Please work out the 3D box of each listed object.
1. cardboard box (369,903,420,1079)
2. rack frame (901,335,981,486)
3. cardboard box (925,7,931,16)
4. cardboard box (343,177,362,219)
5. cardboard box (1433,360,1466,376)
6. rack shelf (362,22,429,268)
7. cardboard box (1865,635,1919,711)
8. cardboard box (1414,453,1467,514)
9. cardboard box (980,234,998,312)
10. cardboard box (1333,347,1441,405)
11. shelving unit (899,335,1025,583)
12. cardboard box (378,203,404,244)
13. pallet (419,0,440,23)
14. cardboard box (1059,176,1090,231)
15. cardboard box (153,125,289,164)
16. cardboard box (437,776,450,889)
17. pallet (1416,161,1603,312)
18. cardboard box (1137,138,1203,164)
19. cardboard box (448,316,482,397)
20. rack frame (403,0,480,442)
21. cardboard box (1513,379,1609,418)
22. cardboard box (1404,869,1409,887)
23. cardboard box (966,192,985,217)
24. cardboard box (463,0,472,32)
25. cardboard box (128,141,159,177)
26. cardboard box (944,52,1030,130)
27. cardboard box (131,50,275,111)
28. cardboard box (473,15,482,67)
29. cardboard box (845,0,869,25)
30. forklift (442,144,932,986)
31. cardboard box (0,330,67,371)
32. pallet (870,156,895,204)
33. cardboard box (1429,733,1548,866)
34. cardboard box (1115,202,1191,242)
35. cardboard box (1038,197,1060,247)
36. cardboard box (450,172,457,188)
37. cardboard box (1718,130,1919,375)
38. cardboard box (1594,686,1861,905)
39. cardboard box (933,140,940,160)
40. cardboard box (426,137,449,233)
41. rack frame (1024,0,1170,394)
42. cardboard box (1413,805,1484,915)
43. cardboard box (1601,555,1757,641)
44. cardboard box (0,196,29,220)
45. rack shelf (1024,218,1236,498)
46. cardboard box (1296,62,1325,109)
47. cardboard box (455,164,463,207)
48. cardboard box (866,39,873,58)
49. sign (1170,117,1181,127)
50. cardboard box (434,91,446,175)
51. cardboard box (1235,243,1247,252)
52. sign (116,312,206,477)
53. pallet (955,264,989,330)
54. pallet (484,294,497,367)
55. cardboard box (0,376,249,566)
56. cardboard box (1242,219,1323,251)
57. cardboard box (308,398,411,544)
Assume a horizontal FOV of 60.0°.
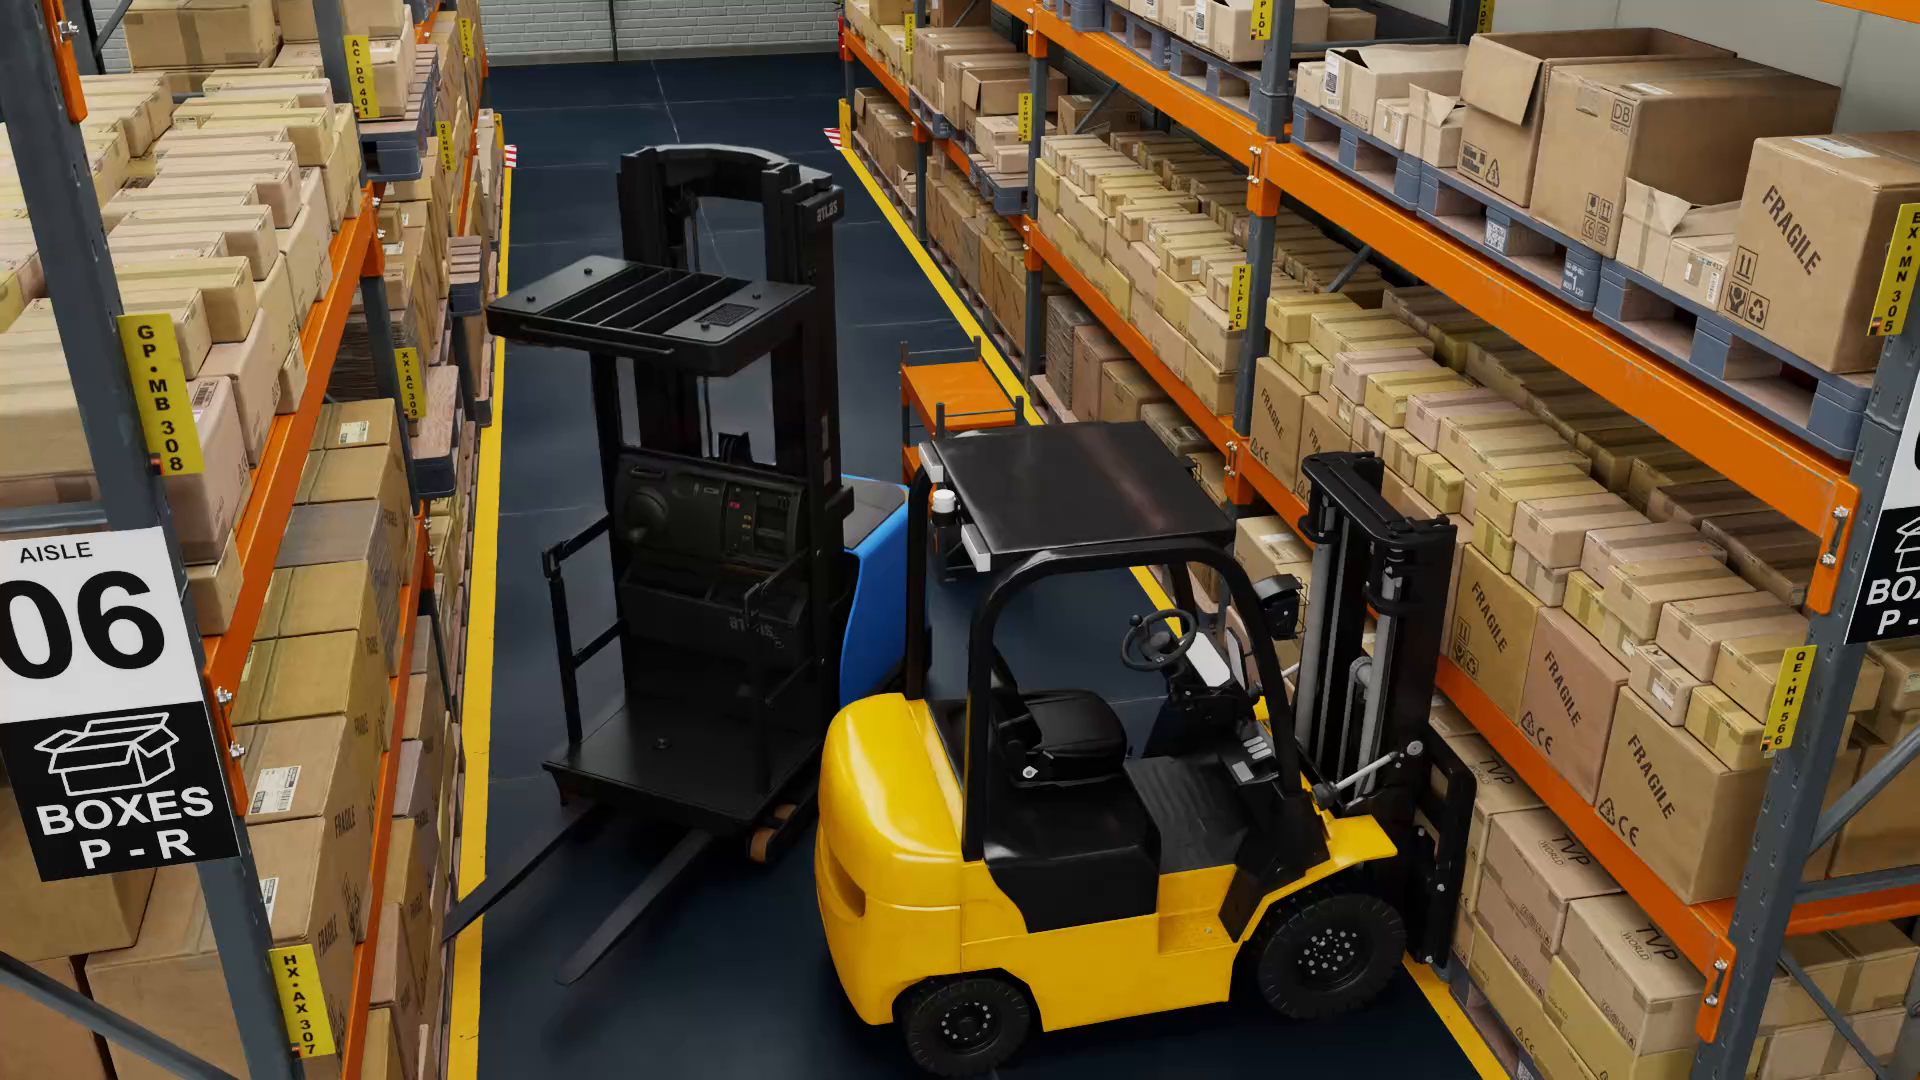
[{"bbox_3d":[-2.091,1.594,5.516,0.500,0.500,0.500,-7,28,-14],"label":"cardboard box"},{"bbox_3d":[-0.116,-0.728,10.445,0.500,1.125,0.032,-6,27,-12],"label":"rack frame"},{"bbox_3d":[-0.237,-5.465,17.586,0.500,0.250,0.500,-5,27,-10],"label":"cardboard box"},{"bbox_3d":[-2.583,-1.365,6.574,0.380,0.149,0.250,-6,27,-11],"label":"cardboard box"},{"bbox_3d":[2.347,-0.747,7.570,0.380,0.149,0.250,-5,27,-10],"label":"cardboard box"},{"bbox_3d":[-3.403,-2.141,8.633,1.077,0.370,4.000,-6,27,-12],"label":"rack shelf"},{"bbox_3d":[2.917,0.369,5.029,0.380,0.149,0.250,-6,27,-13],"label":"cardboard box"},{"bbox_3d":[2.028,-0.238,6.561,0.380,0.149,0.250,-7,28,-13],"label":"cardboard box"},{"bbox_3d":[0.454,-2.193,13.573,0.500,0.500,0.500,-5,27,-9],"label":"cardboard box"},{"bbox_3d":[1.837,-0.708,7.162,0.380,0.149,0.250,-5,27,-10],"label":"cardboard box"},{"bbox_3d":[-0.002,-0.505,10.002,0.538,1.125,1.048,-6,27,-12],"label":"shelving unit"},{"bbox_3d":[-3.059,-1.609,8.481,0.380,0.149,0.250,-4,27,-9],"label":"cardboard box"},{"bbox_3d":[-4.050,-3.533,10.802,1.213,0.211,1.003,-5,27,-9],"label":"pallet"},{"bbox_3d":[0.955,-2.224,10.938,0.500,0.250,0.500,-5,27,-10],"label":"cardboard box"},{"bbox_3d":[-2.418,-1.255,5.473,0.380,0.149,0.250,-6,28,-13],"label":"cardboard box"},{"bbox_3d":[-2.427,1.260,7.011,0.500,0.250,0.500,-7,28,-13],"label":"cardboard box"},{"bbox_3d":[2.372,-1.144,5.957,1.003,0.211,1.213,-6,27,-12],"label":"pallet"},{"bbox_3d":[1.420,-2.615,11.272,0.380,0.149,0.250,-5,27,-10],"label":"cardboard box"},{"bbox_3d":[-3.928,-1.552,11.888,0.875,0.875,0.875,-6,27,-12],"label":"cardboard box"},{"bbox_3d":[-3.854,-2.001,10.886,1.000,3.000,0.127,-6,27,-12],"label":"rack frame"},{"bbox_3d":[2.507,-0.543,6.836,0.380,0.149,0.250,-6,27,-12],"label":"cardboard box"},{"bbox_3d":[2.025,1.205,7.118,0.500,0.250,0.500,-5,27,-10],"label":"cardboard box"},{"bbox_3d":[0.257,-2.873,14.201,0.380,0.149,0.250,-5,27,-10],"label":"cardboard box"},{"bbox_3d":[-4.839,-4.930,15.469,0.500,0.500,0.500,-5,27,-11],"label":"cardboard box"},{"bbox_3d":[-2.994,-1.204,5.813,0.500,0.250,0.500,-6,27,-12],"label":"cardboard box"},{"bbox_3d":[0.265,-3.688,13.651,0.700,0.500,0.500,-6,27,-12],"label":"cardboard box"},{"bbox_3d":[-3.225,-1.947,7.149,0.500,0.250,0.500,-6,28,-13],"label":"cardboard box"},{"bbox_3d":[-5.066,-4.926,16.570,0.500,0.500,0.500,-5,27,-10],"label":"cardboard box"},{"bbox_3d":[-0.982,-5.858,18.364,0.500,0.250,0.500,-6,27,-11],"label":"cardboard box"},{"bbox_3d":[-1.203,-0.087,7.170,1.130,2.935,3.031,11,29,21],"label":"forklift"},{"bbox_3d":[-2.004,-0.358,3.695,0.380,0.149,0.250,-6,27,-12],"label":"cardboard box"},{"bbox_3d":[-0.352,-3.856,17.656,1.003,0.211,1.213,-6,27,-12],"label":"pallet"},{"bbox_3d":[2.133,0.984,6.447,0.500,0.250,0.500,-6,27,-11],"label":"cardboard box"},{"bbox_3d":[1.138,-1.879,9.813,0.380,0.149,0.250,-7,28,-13],"label":"cardboard box"},{"bbox_3d":[0.844,-2.220,11.487,0.500,0.250,0.500,-6,27,-11],"label":"cardboard box"},{"bbox_3d":[-3.843,-2.632,11.747,0.500,0.250,0.500,-5,27,-10],"label":"cardboard box"},{"bbox_3d":[2.447,-0.780,4.450,0.500,0.500,0.500,-5,27,-10],"label":"cardboard box"},{"bbox_3d":[2.418,0.771,5.282,0.500,0.500,0.500,-7,28,-13],"label":"cardboard box"},{"bbox_3d":[-0.039,-3.579,15.269,0.380,0.149,0.250,-6,27,-12],"label":"cardboard box"},{"bbox_3d":[-3.480,-2.195,10.362,0.500,0.500,0.500,-7,28,-13],"label":"cardboard box"},{"bbox_3d":[0.982,-2.507,11.888,1.000,3.000,0.127,-6,27,-12],"label":"rack frame"},{"bbox_3d":[2.131,1.194,6.586,0.500,0.250,0.500,-7,28,-13],"label":"cardboard box"},{"bbox_3d":[2.327,0.185,5.394,0.380,0.149,0.250,-5,27,-10],"label":"cardboard box"},{"bbox_3d":[-2.793,-0.860,4.691,0.380,0.149,0.250,-5,27,-10],"label":"cardboard box"},{"bbox_3d":[1.432,-1.308,10.310,1.077,0.370,4.000,-6,27,-12],"label":"rack shelf"},{"bbox_3d":[1.688,-1.982,7.221,0.380,0.149,0.250,-5,27,-11],"label":"cardboard box"},{"bbox_3d":[-3.964,-2.629,12.297,0.500,0.250,0.500,-5,27,-10],"label":"cardboard box"},{"bbox_3d":[-0.773,-5.164,17.431,0.380,0.149,0.250,-7,28,-13],"label":"cardboard box"},{"bbox_3d":[1.522,-3.082,11.742,0.100,0.325,0.005,-6,27,-12],"label":"sign"},{"bbox_3d":[-3.726,-2.734,11.116,0.500,0.500,0.500,-7,28,-13],"label":"cardboard box"},{"bbox_3d":[1.810,-1.604,9.711,0.500,0.250,0.500,-7,28,-13],"label":"cardboard box"},{"bbox_3d":[-1.522,-0.274,3.164,0.100,0.325,0.005,-6,27,-12],"label":"sign"},{"bbox_3d":[0.579,-2.128,14.232,1.003,0.211,1.213,-6,27,-12],"label":"pallet"},{"bbox_3d":[-4.229,-1.645,13.274,1.003,0.211,1.213,-6,27,-12],"label":"pallet"},{"bbox_3d":[-1.904,-0.142,3.710,0.500,0.250,0.500,-6,27,-13],"label":"cardboard box"},{"bbox_3d":[1.839,-1.716,9.490,0.380,0.149,0.250,-6,27,-12],"label":"cardboard box"},{"bbox_3d":[-2.610,-0.253,6.981,0.500,0.500,0.500,-7,28,-13],"label":"cardboard box"}]
